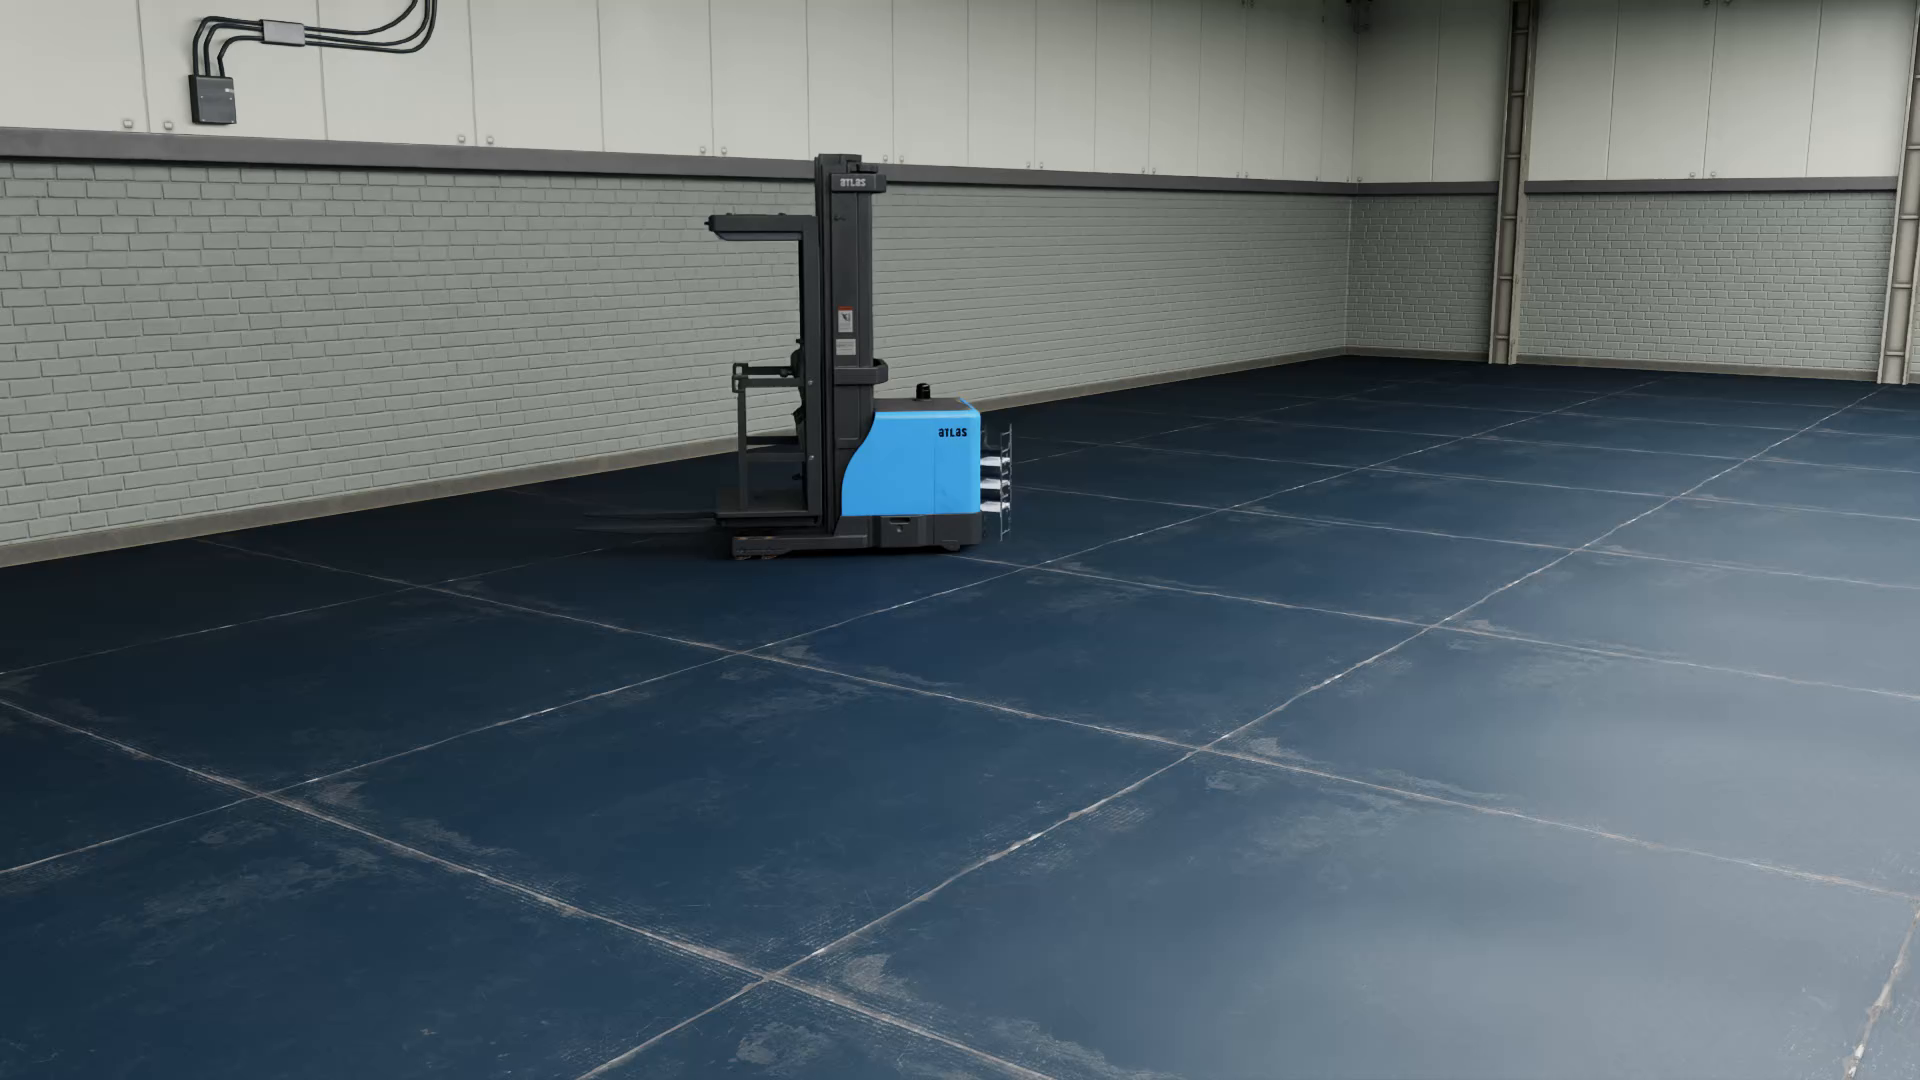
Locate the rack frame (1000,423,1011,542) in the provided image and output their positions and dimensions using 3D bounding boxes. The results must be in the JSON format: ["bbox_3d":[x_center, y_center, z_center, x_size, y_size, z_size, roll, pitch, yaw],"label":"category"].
[{"bbox_3d":[0.358,-0.448,12.976,0.006,0.900,0.240,4,12,19],"label":"rack frame"}]

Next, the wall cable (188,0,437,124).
[{"bbox_3d":[-5.167,-6.328,13.092,0.169,6.003,2.305,8,13,36],"label":"wall cable"}]

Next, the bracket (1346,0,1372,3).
[{"bbox_3d":[6.983,-9.521,29.075,0.430,0.232,0.235,8,13,36],"label":"bracket"}]

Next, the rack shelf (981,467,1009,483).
[{"bbox_3d":[0.262,-0.510,12.999,0.200,0.077,0.258,4,12,19],"label":"rack shelf"}]

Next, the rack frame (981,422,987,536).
[{"bbox_3d":[0.167,-0.461,13.043,0.006,0.900,0.240,4,12,19],"label":"rack frame"}]

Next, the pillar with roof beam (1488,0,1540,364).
[{"bbox_3d":[6.890,-6.836,24.673,0.548,9.000,9.100,8,13,36],"label":"pillar with roof beam"}]

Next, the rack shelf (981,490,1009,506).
[{"bbox_3d":[0.262,-0.333,13.033,0.200,0.077,0.258,4,12,19],"label":"rack shelf"}]

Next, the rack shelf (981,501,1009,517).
[{"bbox_3d":[0.262,-0.245,13.050,0.200,0.077,0.258,4,12,19],"label":"rack shelf"}]

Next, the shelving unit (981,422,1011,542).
[{"bbox_3d":[0.262,-0.455,13.009,0.210,0.900,0.258,4,12,19],"label":"shelving unit"}]

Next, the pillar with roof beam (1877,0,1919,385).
[{"bbox_3d":[11.726,-6.161,21.186,0.400,9.000,9.100,8,13,36],"label":"pillar with roof beam"}]

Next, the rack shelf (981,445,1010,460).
[{"bbox_3d":[0.263,-0.687,12.964,0.200,0.077,0.258,4,12,19],"label":"rack shelf"}]

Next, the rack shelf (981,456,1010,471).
[{"bbox_3d":[0.262,-0.599,12.982,0.200,0.077,0.258,4,12,19],"label":"rack shelf"}]

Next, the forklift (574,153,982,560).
[{"bbox_3d":[-1.389,-1.398,12.538,3.031,2.935,1.130,-1,11,-7],"label":"forklift"}]

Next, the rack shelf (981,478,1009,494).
[{"bbox_3d":[0.262,-0.422,13.016,0.200,0.077,0.258,4,12,19],"label":"rack shelf"}]
